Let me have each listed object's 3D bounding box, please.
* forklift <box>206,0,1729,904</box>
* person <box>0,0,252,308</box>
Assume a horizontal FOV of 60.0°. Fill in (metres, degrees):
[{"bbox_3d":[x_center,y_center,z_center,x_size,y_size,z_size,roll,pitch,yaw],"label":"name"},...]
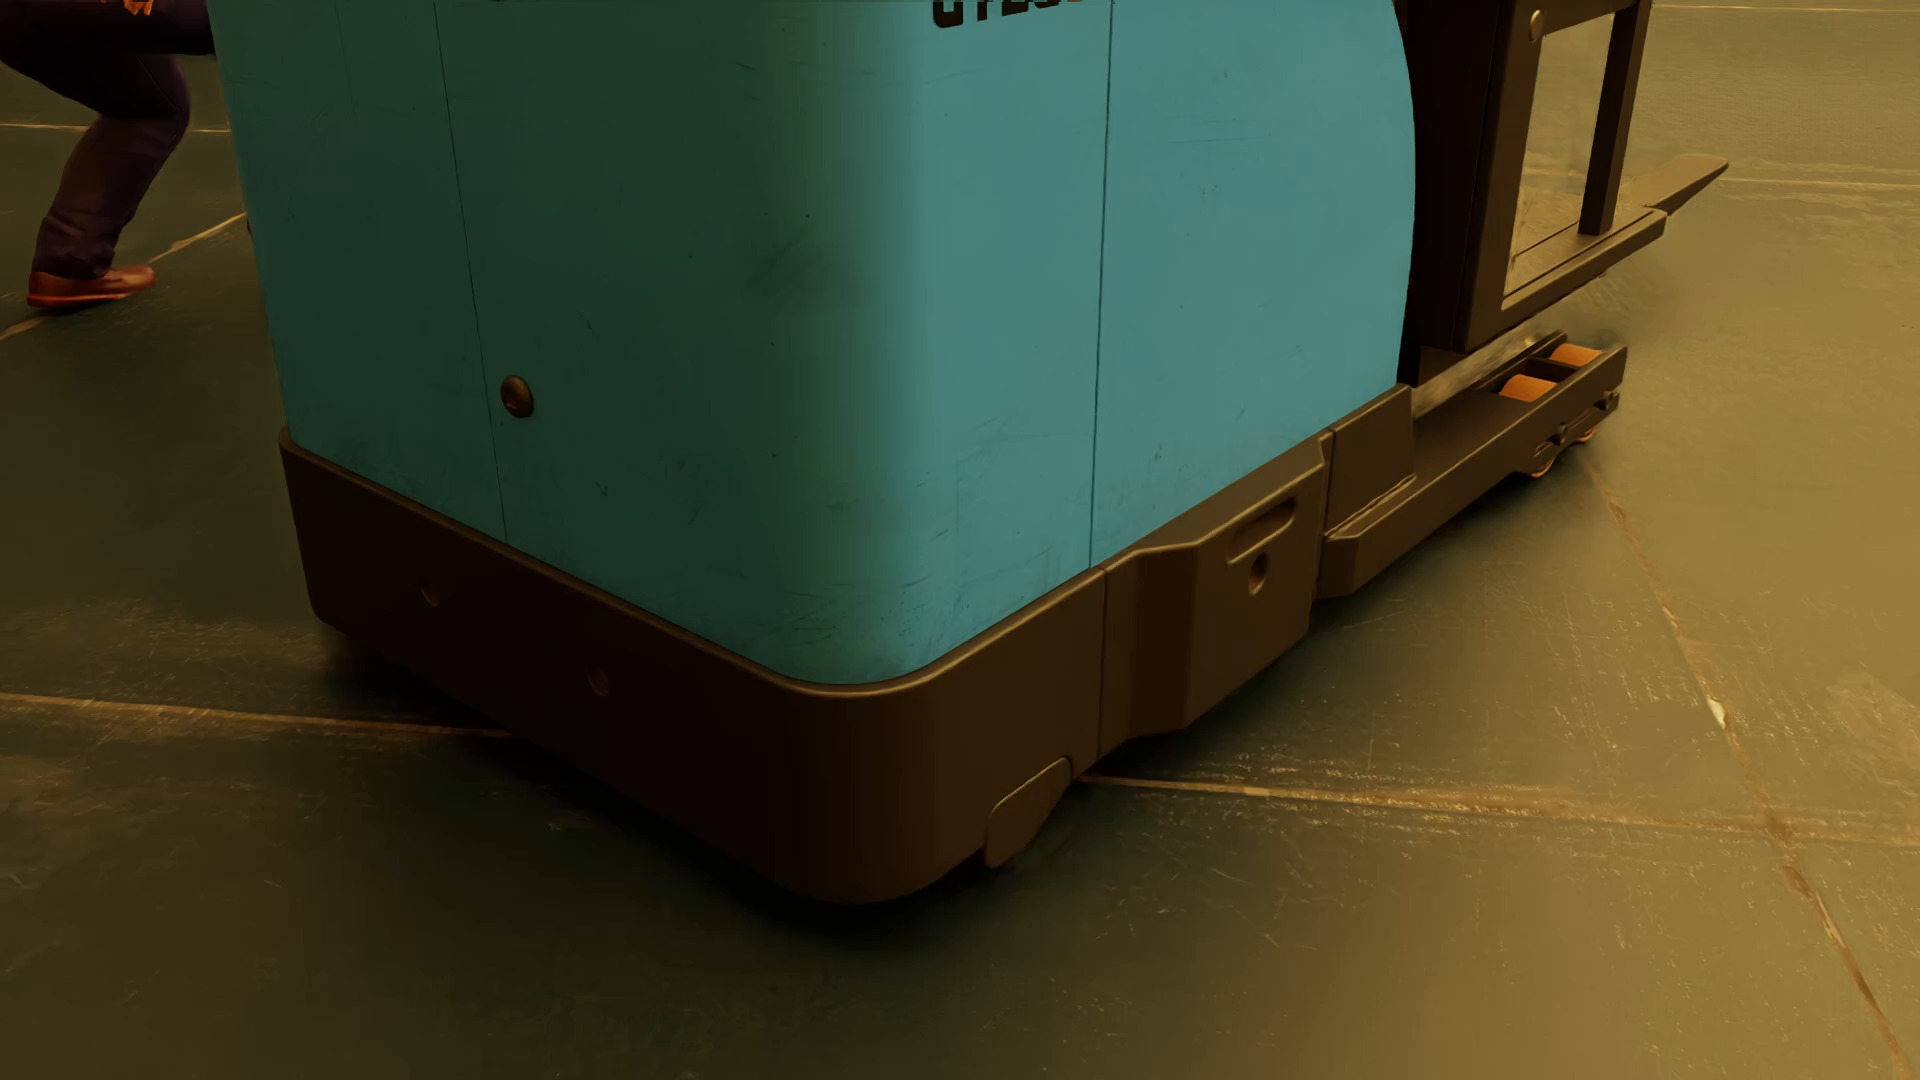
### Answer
[{"bbox_3d":[0.480,-1.540,2.303,1.130,2.935,3.031,21,33,35],"label":"forklift"},{"bbox_3d":[-1.577,-1.134,3.208,0.715,1.438,0.668,14,30,26],"label":"person"}]
